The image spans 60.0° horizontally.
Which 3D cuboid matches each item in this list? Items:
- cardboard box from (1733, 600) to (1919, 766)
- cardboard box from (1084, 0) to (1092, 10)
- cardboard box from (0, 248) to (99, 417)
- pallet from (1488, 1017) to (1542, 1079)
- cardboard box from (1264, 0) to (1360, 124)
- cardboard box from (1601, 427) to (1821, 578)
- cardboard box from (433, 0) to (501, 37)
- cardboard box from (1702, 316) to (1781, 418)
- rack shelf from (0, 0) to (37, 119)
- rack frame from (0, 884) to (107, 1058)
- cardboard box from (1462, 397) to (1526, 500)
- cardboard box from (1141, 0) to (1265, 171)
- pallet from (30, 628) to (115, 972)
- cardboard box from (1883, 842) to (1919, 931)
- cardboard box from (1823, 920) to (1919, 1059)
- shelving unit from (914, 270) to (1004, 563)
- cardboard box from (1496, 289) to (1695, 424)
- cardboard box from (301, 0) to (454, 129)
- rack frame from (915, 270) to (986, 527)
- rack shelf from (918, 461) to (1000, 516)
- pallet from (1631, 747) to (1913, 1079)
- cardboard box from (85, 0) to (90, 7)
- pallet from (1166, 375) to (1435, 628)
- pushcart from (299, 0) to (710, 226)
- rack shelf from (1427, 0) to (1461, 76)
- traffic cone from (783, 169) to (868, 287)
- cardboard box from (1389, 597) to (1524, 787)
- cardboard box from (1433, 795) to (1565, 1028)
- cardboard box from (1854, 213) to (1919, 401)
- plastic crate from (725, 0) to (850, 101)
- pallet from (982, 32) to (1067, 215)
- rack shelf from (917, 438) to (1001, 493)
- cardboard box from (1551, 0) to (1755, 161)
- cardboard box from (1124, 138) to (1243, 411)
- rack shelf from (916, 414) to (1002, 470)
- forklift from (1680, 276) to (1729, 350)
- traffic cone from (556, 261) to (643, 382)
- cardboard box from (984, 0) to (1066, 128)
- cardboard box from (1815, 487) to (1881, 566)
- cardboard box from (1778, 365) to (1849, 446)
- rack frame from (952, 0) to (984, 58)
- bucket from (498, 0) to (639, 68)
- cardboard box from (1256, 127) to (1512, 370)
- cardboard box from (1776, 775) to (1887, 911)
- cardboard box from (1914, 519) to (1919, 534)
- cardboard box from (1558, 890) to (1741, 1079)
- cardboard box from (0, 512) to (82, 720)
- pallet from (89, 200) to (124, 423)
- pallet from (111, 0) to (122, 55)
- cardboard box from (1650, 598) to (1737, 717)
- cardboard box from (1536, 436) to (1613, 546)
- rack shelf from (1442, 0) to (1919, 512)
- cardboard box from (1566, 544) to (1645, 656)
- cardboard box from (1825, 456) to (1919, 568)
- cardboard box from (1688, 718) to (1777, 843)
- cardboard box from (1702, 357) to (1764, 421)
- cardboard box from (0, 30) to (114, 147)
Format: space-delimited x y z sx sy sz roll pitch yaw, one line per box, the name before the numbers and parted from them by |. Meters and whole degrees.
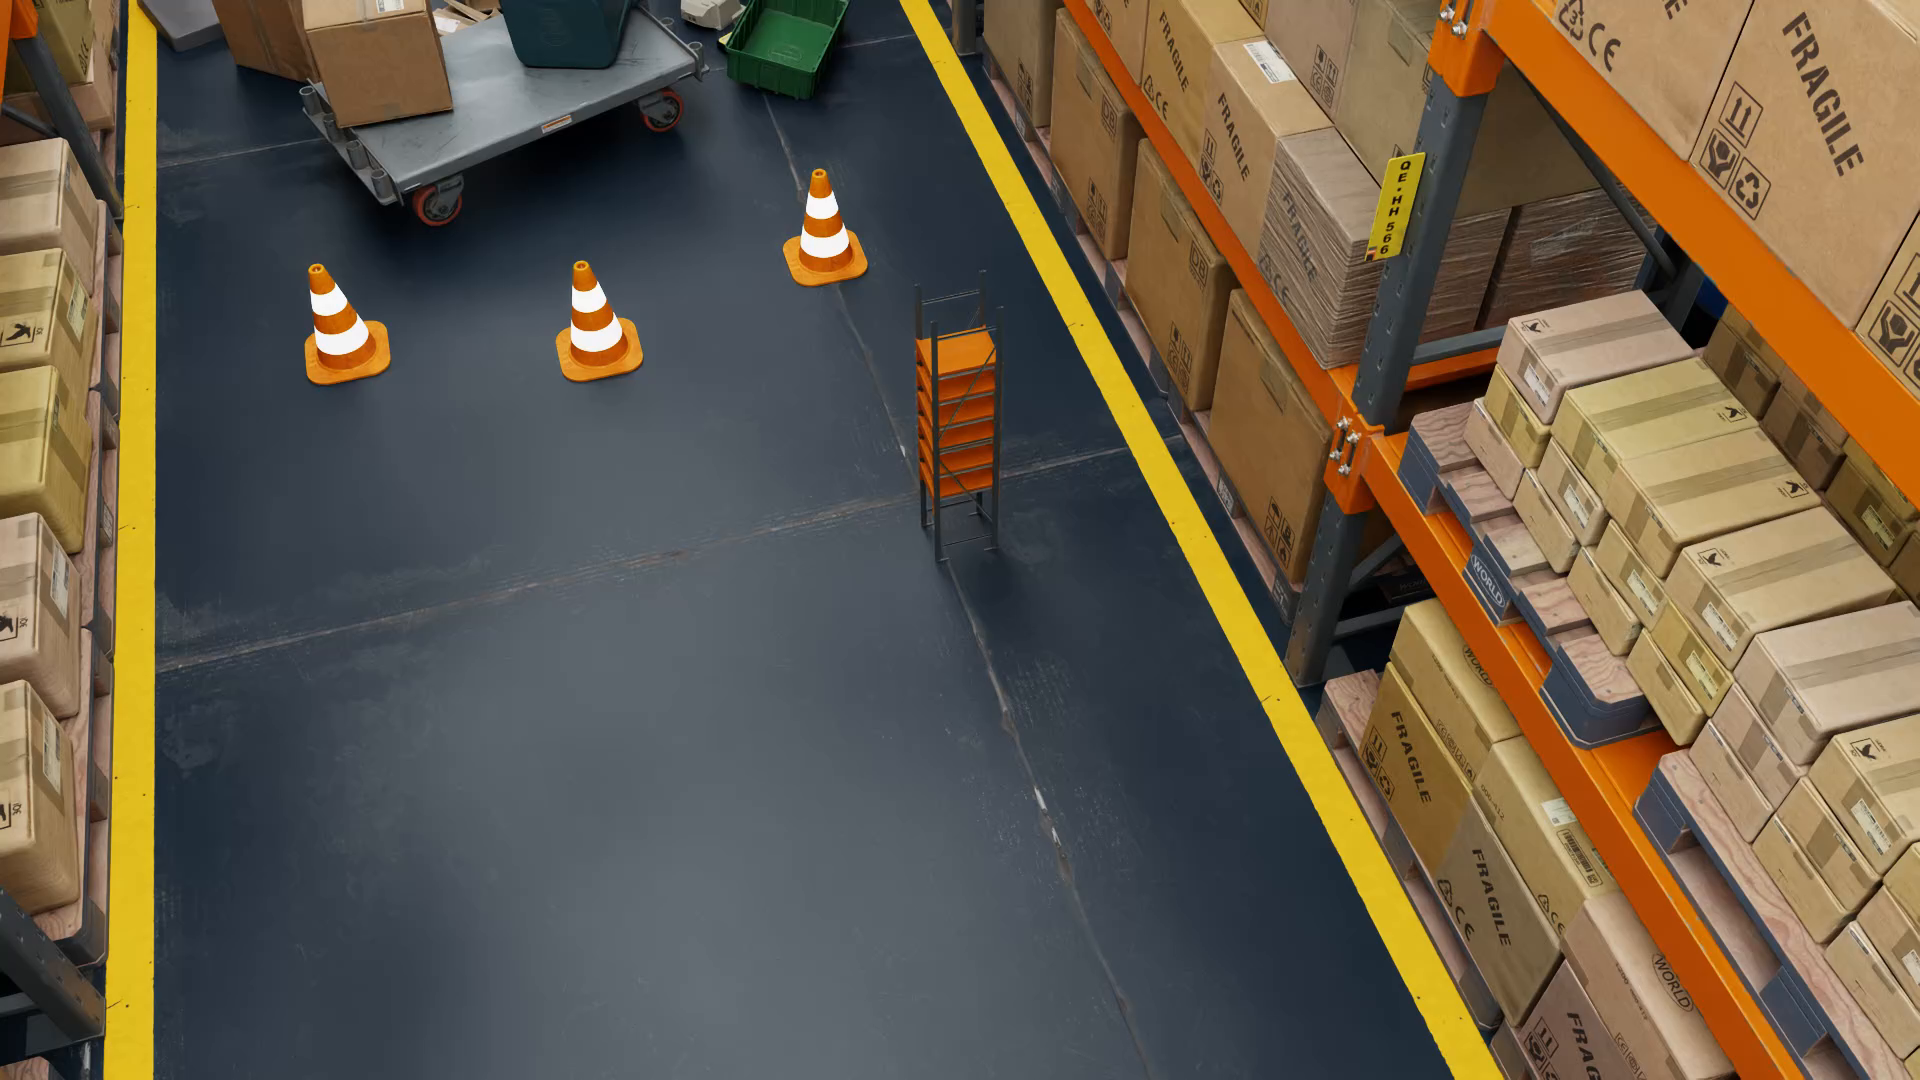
cardboard box | 1.900 0.301 3.535 0.380 0.149 0.250 -11 51 -9
cardboard box | 0.649 -2.375 6.225 0.500 0.500 0.500 -14 51 -11
cardboard box | -3.870 -0.711 6.331 0.950 0.372 0.625 -10 51 -9
pallet | 2.225 1.759 4.629 1.003 0.211 1.213 -13 51 -11
cardboard box | 1.364 -1.654 4.963 0.700 0.500 0.500 -14 51 -12
cardboard box | 1.740 -0.090 3.864 0.380 0.149 0.250 -14 51 -11
cardboard box | -2.434 -2.528 8.208 0.396 0.266 0.258 26 55 20
cardboard box | 2.219 -0.493 4.399 0.380 0.149 0.250 -12 51 -10
rack shelf | -3.652 -0.637 5.295 1.077 0.370 4.000 -13 51 -11
rack frame | -3.061 0.592 3.789 1.000 3.000 0.127 -13 51 -11
cardboard box | 1.578 -0.283 4.416 0.380 0.149 0.250 -14 51 -11
cardboard box | 0.954 -1.631 5.598 0.500 0.500 0.500 -14 51 -12
pallet | -3.290 0.920 5.336 1.003 0.211 1.213 -13 51 -11
cardboard box | 2.050 0.677 3.218 0.380 0.149 0.250 -14 51 -11
cardboard box | 2.047 0.876 3.440 0.380 0.149 0.250 -15 51 -12
shelving unit | -0.004 -0.397 5.800 0.258 1.200 0.189 -13 51 -11
cardboard box | 1.591 -0.462 4.178 0.380 0.149 0.250 -13 51 -11
cardboard box | -2.552 -2.192 7.276 0.500 0.500 0.500 -13 51 -11
rack frame | -0.031 -0.464 5.857 0.240 1.200 0.006 -13 51 -11
rack shelf | -0.004 -0.214 6.018 0.258 0.103 0.180 -13 51 -11
pallet | 2.263 0.898 3.657 1.003 0.211 1.213 -13 51 -11
cardboard box | -4.330 -2.700 7.598 0.500 0.500 0.500 -11 51 -10
pallet | 1.477 -0.295 6.360 1.003 0.211 1.213 -13 51 -11
pushcart | -2.080 -2.036 7.720 1.648 0.377 0.936 -30 56 -23
rack shelf | 1.047 -2.796 5.154 1.077 0.370 4.000 -13 51 -11
traffic cone | -0.591 -1.384 7.114 0.336 0.463 0.334 -13 51 -11
cardboard box | 1.611 0.386 4.832 0.500 0.250 0.500 -15 52 -13
cardboard box | 1.756 1.010 4.797 0.500 0.500 0.500 -13 51 -11
cardboard box | 1.860 -0.395 2.594 0.500 0.500 0.500 -13 51 -11
plastic crate | -0.848 -2.465 8.168 0.450 0.188 0.662 16 51 0
pallet | 0.755 -2.077 7.863 1.003 0.211 1.213 -13 51 -11
rack shelf | -0.004 -0.291 5.926 0.258 0.103 0.180 -13 51 -11
cardboard box | 1.553 -1.123 3.207 0.500 0.500 0.500 -13 51 -11
cardboard box | 1.282 -1.114 6.424 1.050 0.750 0.750 -13 51 -10
rack shelf | -0.004 -0.369 5.834 0.258 0.103 0.180 -13 51 -11
forklift | 4.414 -2.050 6.061 3.031 2.935 1.130 -24 54 -19
traffic cone | -1.498 -0.937 6.737 0.336 0.463 0.334 -13 51 -11
cardboard box | 0.725 -2.499 7.592 1.050 0.750 0.750 -14 51 -11
cardboard box | 2.371 -0.029 4.202 0.380 0.149 0.250 -13 51 -10
cardboard box | 2.293 -0.409 4.133 0.380 0.149 0.250 -14 51 -11
rack frame | 0.455 -3.522 7.257 1.000 3.000 0.127 -13 51 -11
bucket | -1.787 -2.535 7.572 0.726 0.611 0.620 2 60 2
cardboard box | 1.248 -0.901 4.982 0.500 0.500 0.500 -13 51 -11
cardboard box | 1.971 0.588 3.488 0.380 0.149 0.250 -14 51 -11
cardboard box | 2.453 -0.023 3.808 0.380 0.149 0.250 -12 51 -10
cardboard box | 1.895 1.121 4.213 0.500 0.250 0.500 -13 51 -11
cardboard box | -3.444 0.352 5.435 0.950 0.372 0.625 -14 51 -12
pallet | -4.012 -0.862 6.839 1.003 0.211 1.213 -13 51 -11
pallet | -4.840 -2.806 8.477 1.003 0.211 1.213 -13 51 -11
cardboard box | 1.828 0.223 3.795 0.380 0.149 0.250 -13 51 -11
cardboard box | 1.671 -0.155 4.114 0.380 0.149 0.250 -11 51 -9
rack shelf | 2.230 0.125 2.691 1.077 0.370 4.000 -13 51 -11
cardboard box | 1.737 0.110 4.085 0.380 0.149 0.250 -11 51 -9
cardboard box | 2.380 -0.107 4.073 0.380 0.149 0.250 -12 51 -10
cardboard box | 1.899 0.501 3.755 0.380 0.149 0.250 -12 51 -10
cardboard box | 2.223 -0.399 4.514 0.380 0.149 0.250 -13 51 -10
cardboard box | -4.160 -2.070 7.557 0.500 0.250 0.500 -15 52 -13
